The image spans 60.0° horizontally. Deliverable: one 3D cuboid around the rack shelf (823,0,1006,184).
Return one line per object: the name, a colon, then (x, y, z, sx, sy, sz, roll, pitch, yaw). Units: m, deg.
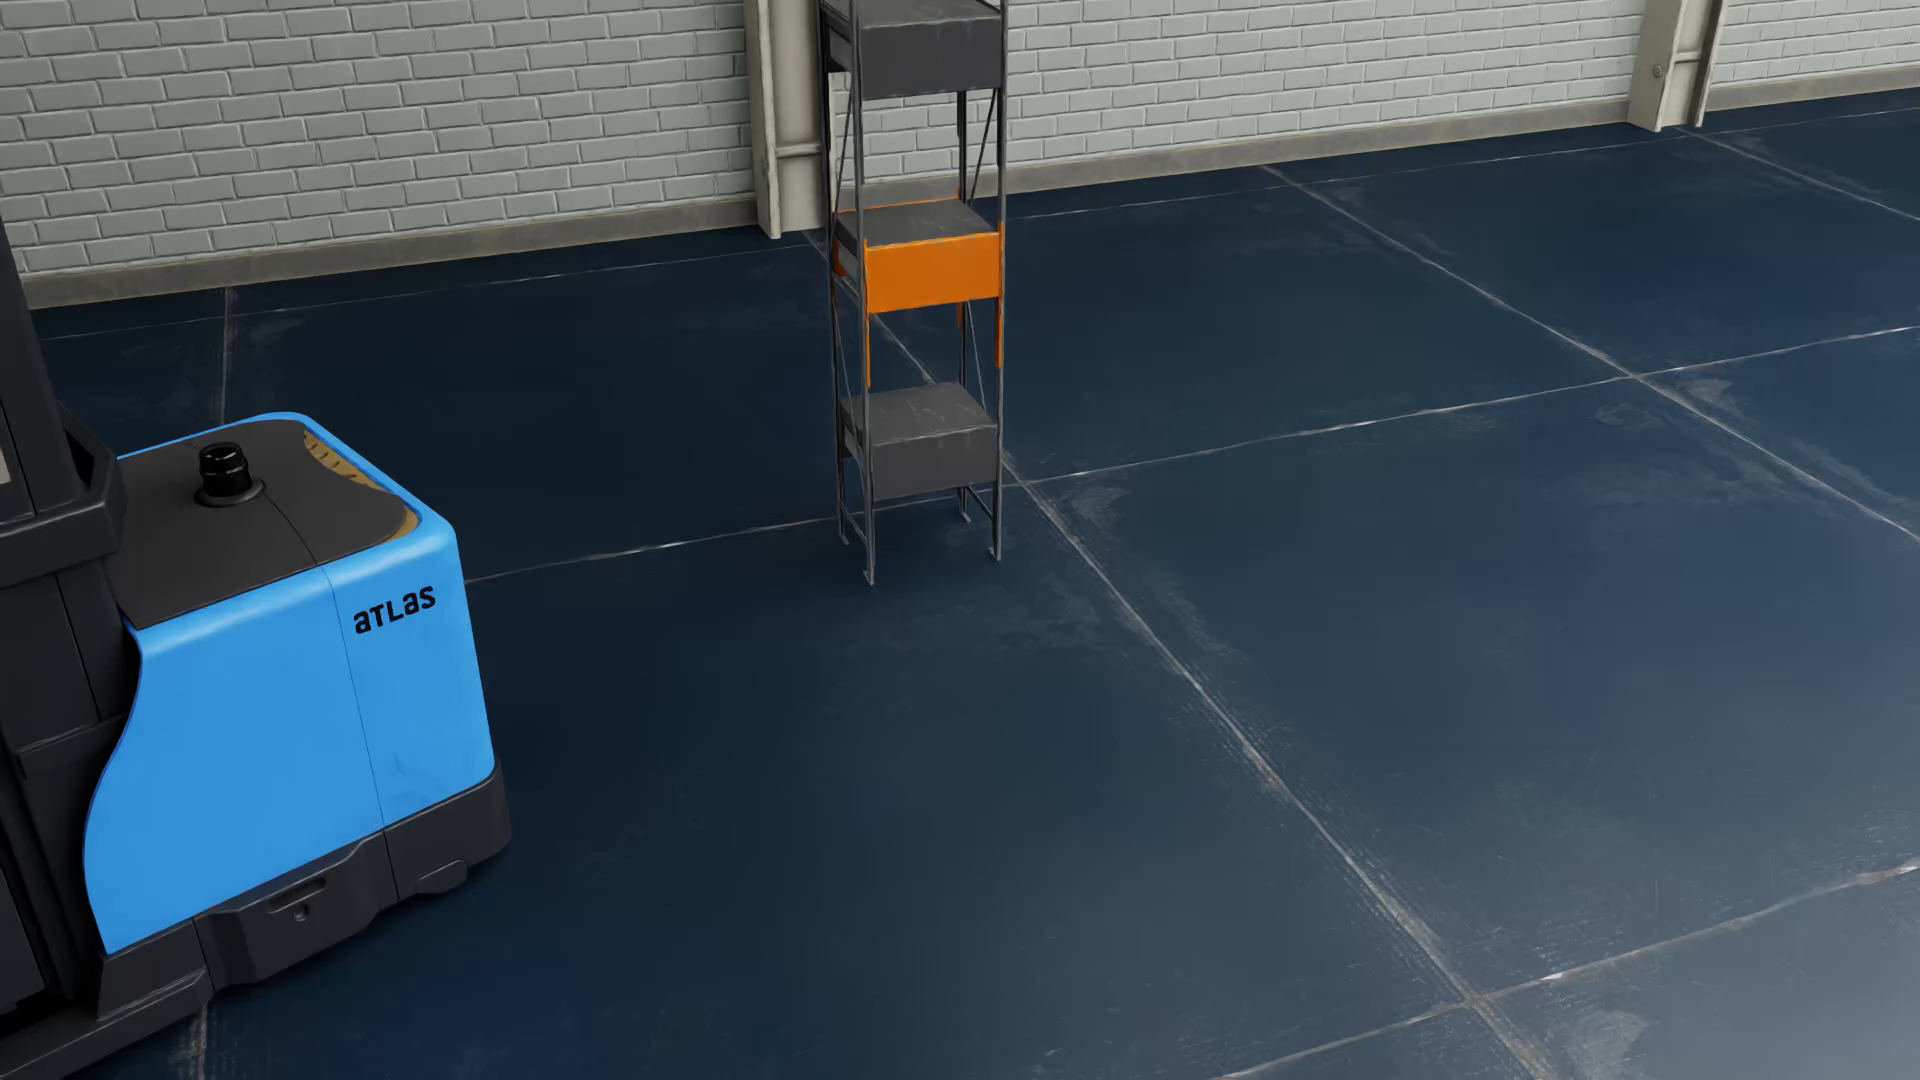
rack shelf: (-0.155, -1.480, 5.340, 0.480, 0.518, 0.431, -10, 31, -18)

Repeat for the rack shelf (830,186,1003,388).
rack shelf: (-0.155, -0.872, 5.687, 0.480, 0.518, 0.431, -10, 31, -18)

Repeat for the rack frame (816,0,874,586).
rack frame: (-0.384, -0.842, 5.606, 0.015, 2.100, 0.400, -10, 31, -18)

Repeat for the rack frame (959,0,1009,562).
rack frame: (0.074, -0.926, 5.754, 0.015, 2.100, 0.400, -10, 31, -18)

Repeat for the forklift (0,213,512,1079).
forklift: (-2.682, -0.062, 3.399, 3.031, 2.935, 1.130, -24, 38, -36)

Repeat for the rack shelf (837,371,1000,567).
rack shelf: (-0.155, -0.264, 6.033, 0.480, 0.518, 0.431, -10, 31, -18)

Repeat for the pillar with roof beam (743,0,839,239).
pillar with roof beam: (0.592, -3.675, 3.611, 0.400, 9.000, 9.100, -10, 31, -18)

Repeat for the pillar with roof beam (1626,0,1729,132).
pillar with roof beam: (6.215, -4.711, 5.428, 0.400, 9.000, 9.100, -10, 31, -18)

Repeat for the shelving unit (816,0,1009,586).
shelving unit: (-0.155, -0.884, 5.680, 0.503, 2.100, 0.431, -10, 31, -18)
